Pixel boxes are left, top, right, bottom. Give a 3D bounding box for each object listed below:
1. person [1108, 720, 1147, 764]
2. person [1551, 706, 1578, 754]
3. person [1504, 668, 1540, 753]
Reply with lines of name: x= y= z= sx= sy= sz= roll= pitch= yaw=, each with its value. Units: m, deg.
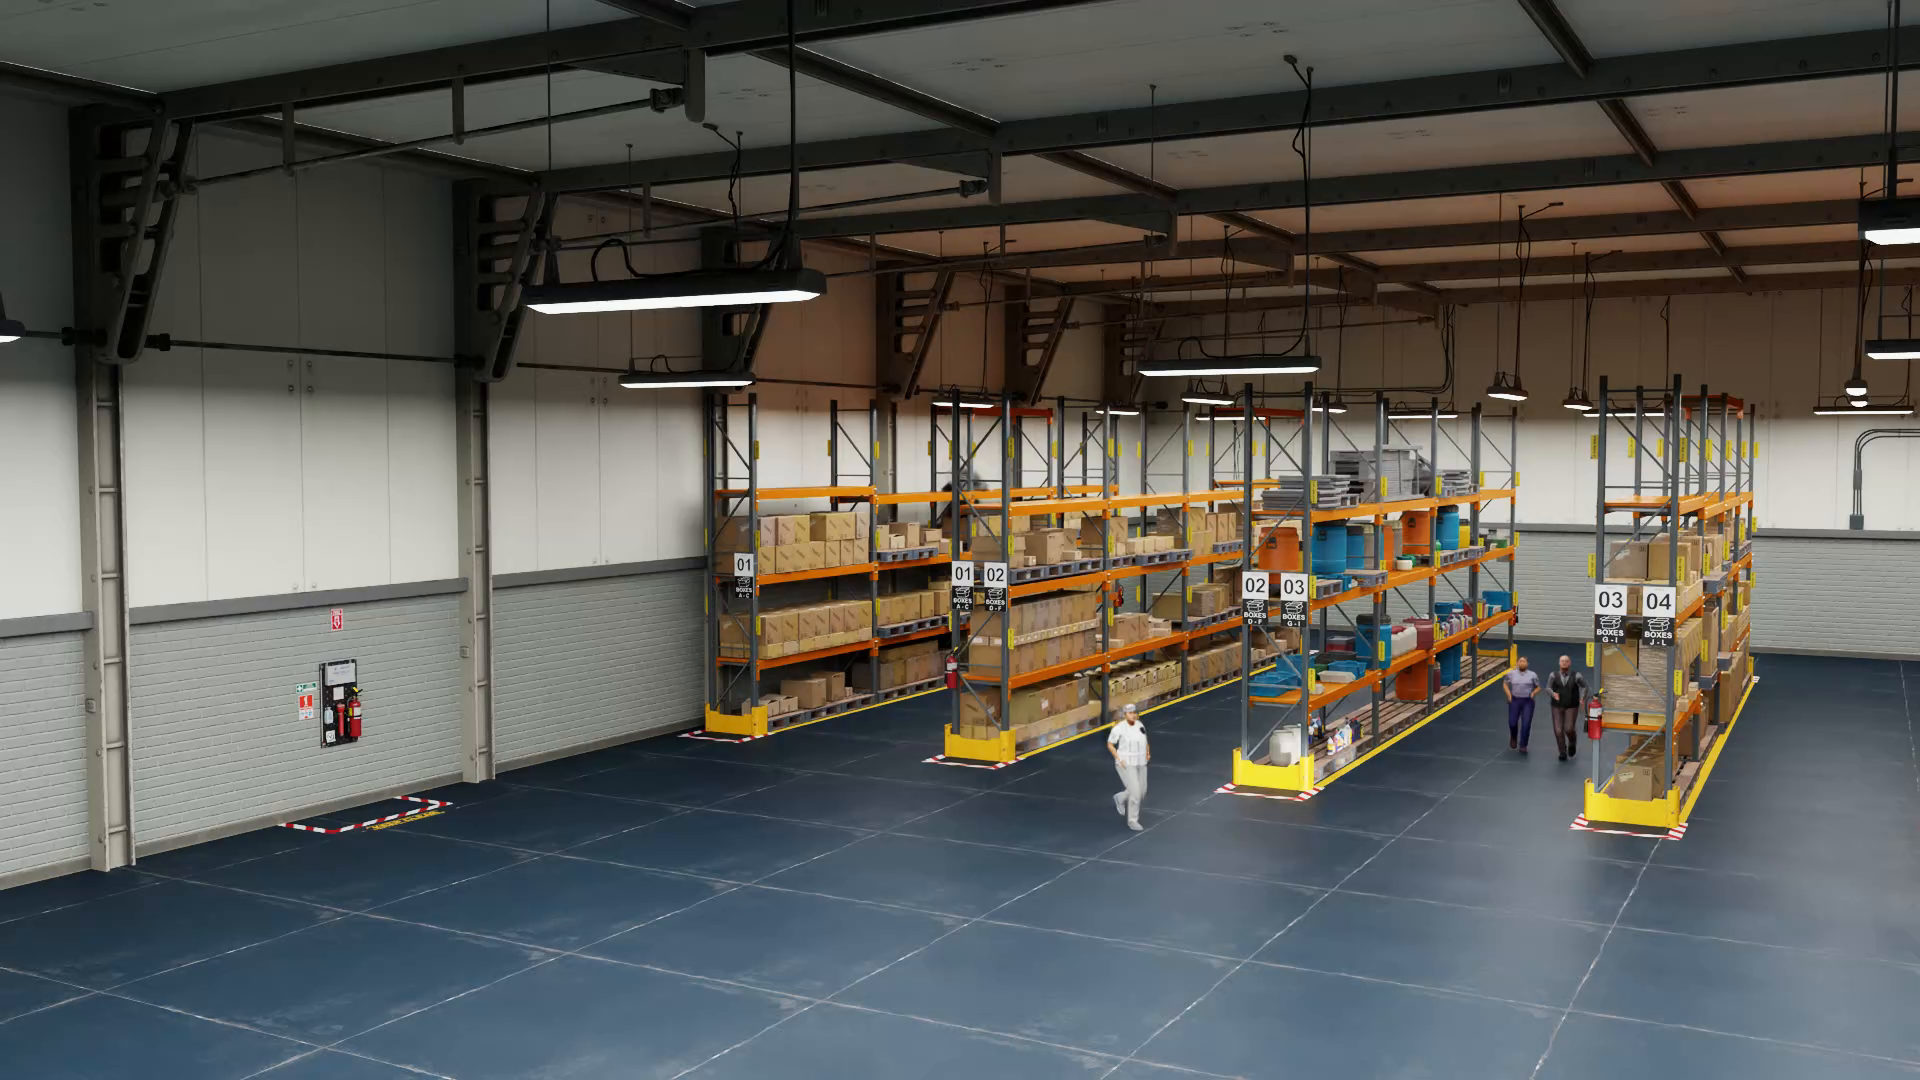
person: x=2.278 y=2.668 z=22.101 sx=0.575 sy=0.570 sz=0.369 roll=-2 pitch=4 yaw=-29
person: x=9.737 y=3.030 z=26.805 sx=0.413 sy=0.910 sz=0.546 roll=2 pitch=3 yaw=28
person: x=9.287 y=2.831 z=27.506 sx=0.576 sy=1.363 sz=0.502 roll=1 pitch=3 yaw=18
